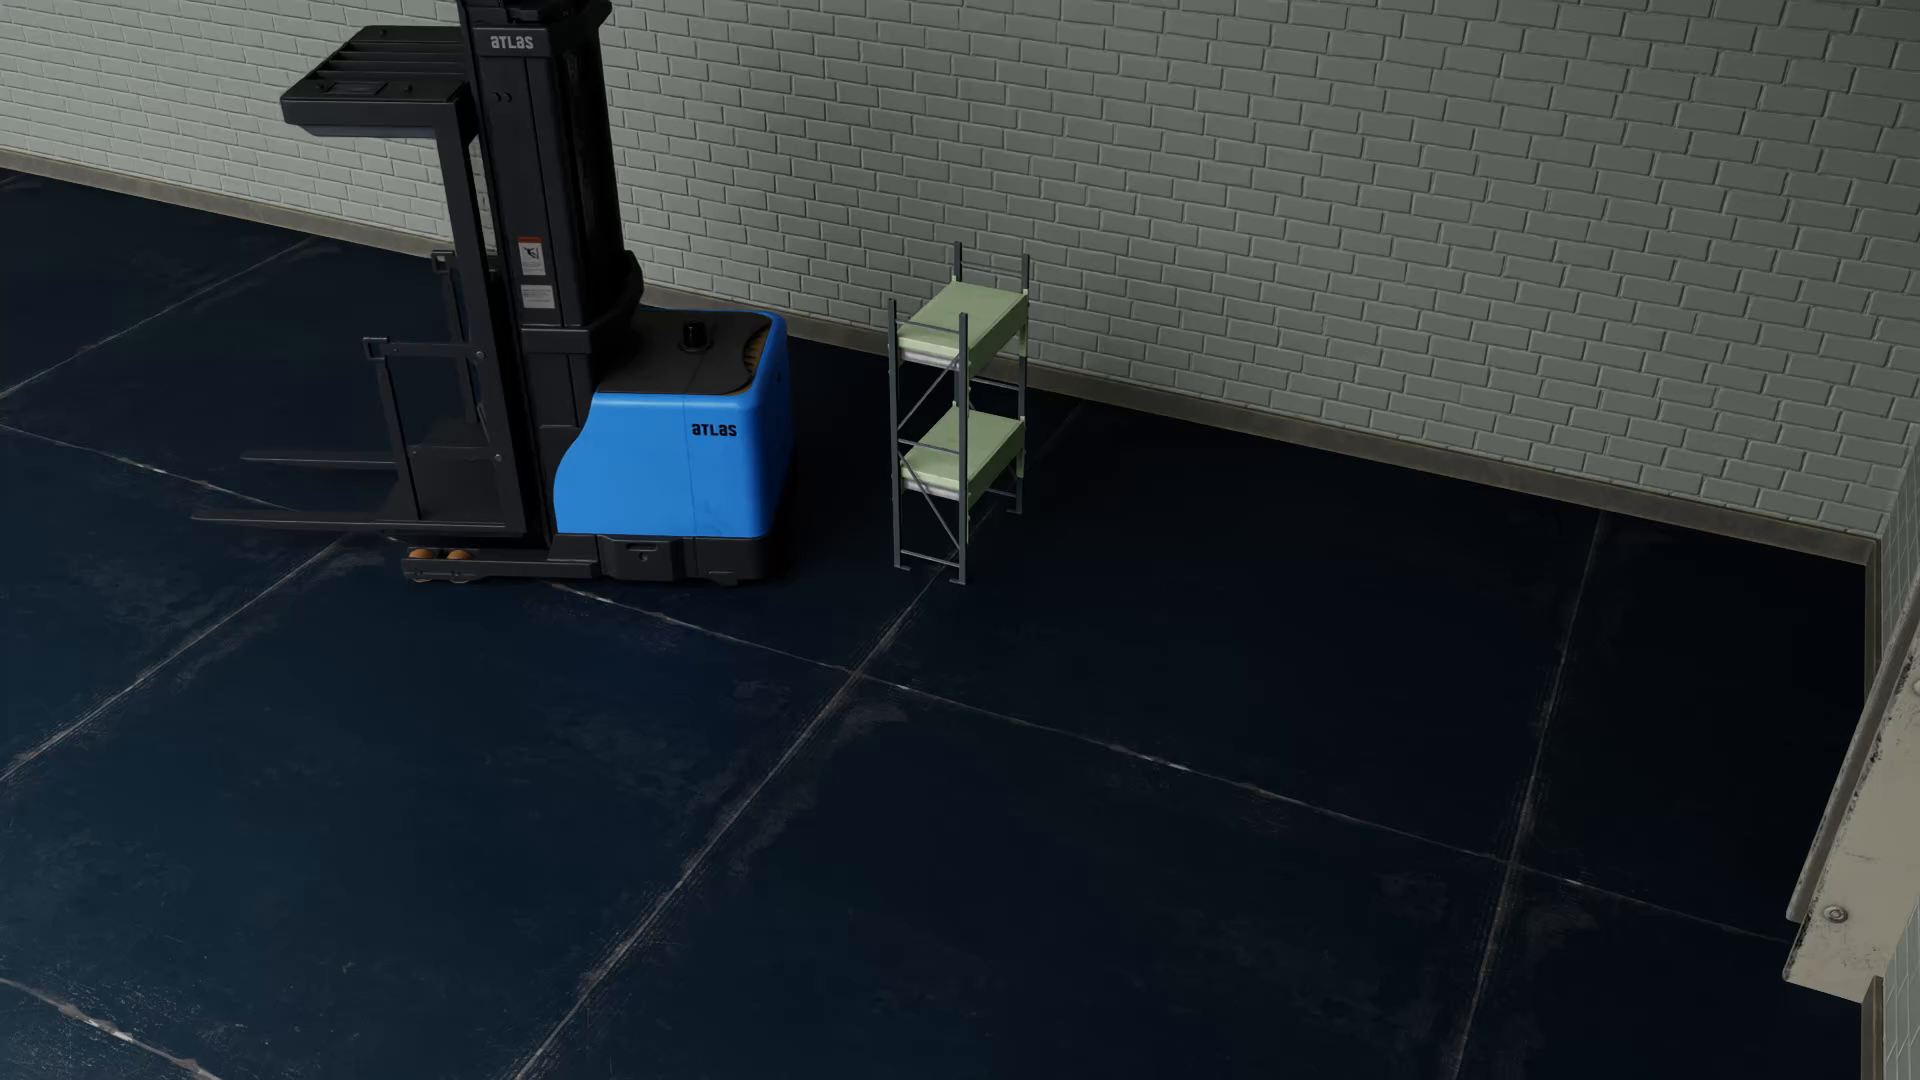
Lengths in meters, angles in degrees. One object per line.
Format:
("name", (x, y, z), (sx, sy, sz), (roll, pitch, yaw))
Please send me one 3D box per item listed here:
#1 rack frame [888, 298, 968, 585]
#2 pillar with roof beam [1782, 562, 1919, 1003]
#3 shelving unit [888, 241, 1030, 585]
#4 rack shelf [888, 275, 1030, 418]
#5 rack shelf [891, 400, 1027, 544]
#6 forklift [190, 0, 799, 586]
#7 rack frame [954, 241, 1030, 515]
("rack frame", (-0.150, -0.448, 8.066), (0.400, 1.500, 0.023), (14, 36, 20))
("pillar with roof beam", (-0.603, -3.165, 5.371), (9.100, 9.000, 0.400), (14, 36, 20))
("shelving unit", (0.003, -0.631, 8.344), (0.431, 1.500, 0.755), (14, 36, 20))
("rack shelf", (0.003, -0.957, 8.130), (0.431, 0.370, 0.720), (14, 36, 20))
("rack shelf", (0.003, -0.358, 8.523), (0.431, 0.370, 0.720), (14, 36, 20))
("forklift", (-2.417, -1.294, 8.050), (3.031, 2.935, 1.130), (2, 33, 2))
("rack frame", (0.156, -0.813, 8.622), (0.400, 1.500, 0.023), (14, 36, 20))
